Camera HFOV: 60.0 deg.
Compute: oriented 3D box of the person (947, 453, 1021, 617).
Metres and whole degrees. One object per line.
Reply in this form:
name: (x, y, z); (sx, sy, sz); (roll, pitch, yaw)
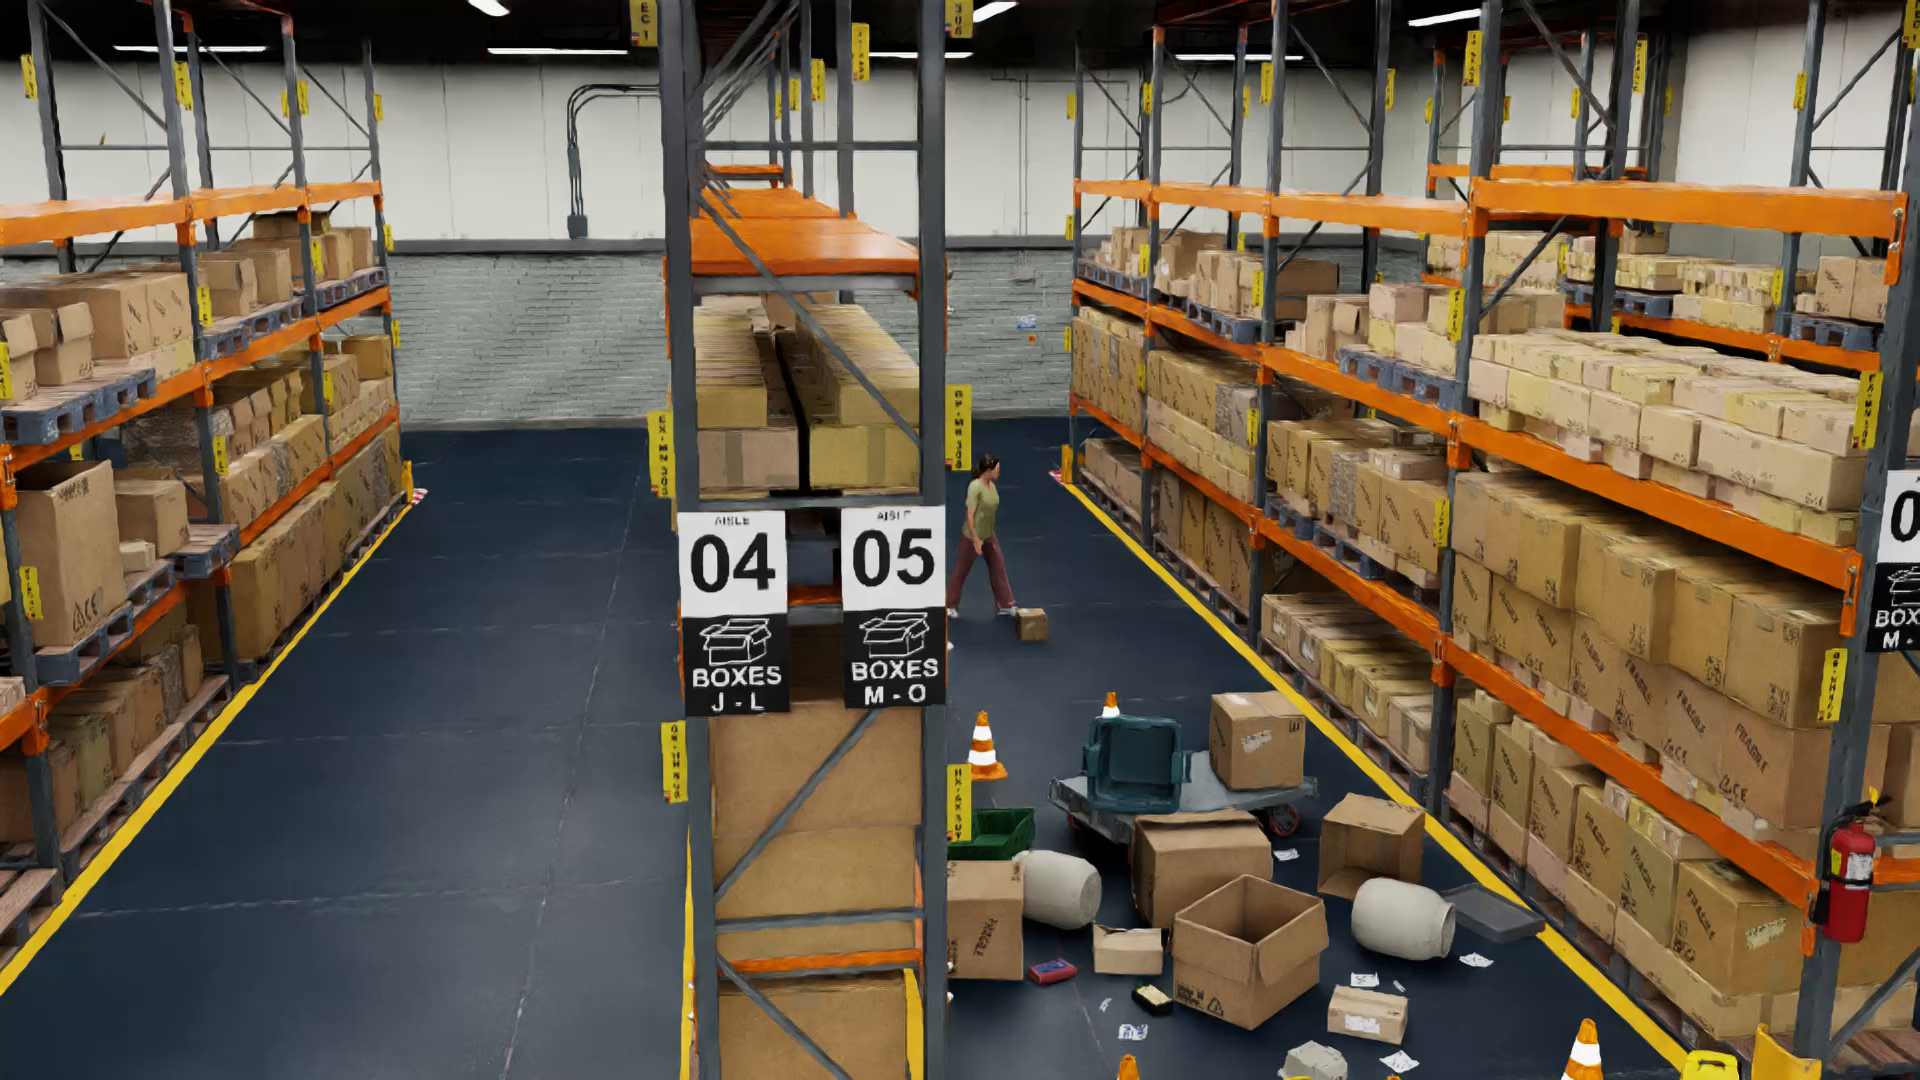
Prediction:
person: (0.197, -0.039, 16.202); (0.747, 1.641, 0.603); (10, 16, 36)
